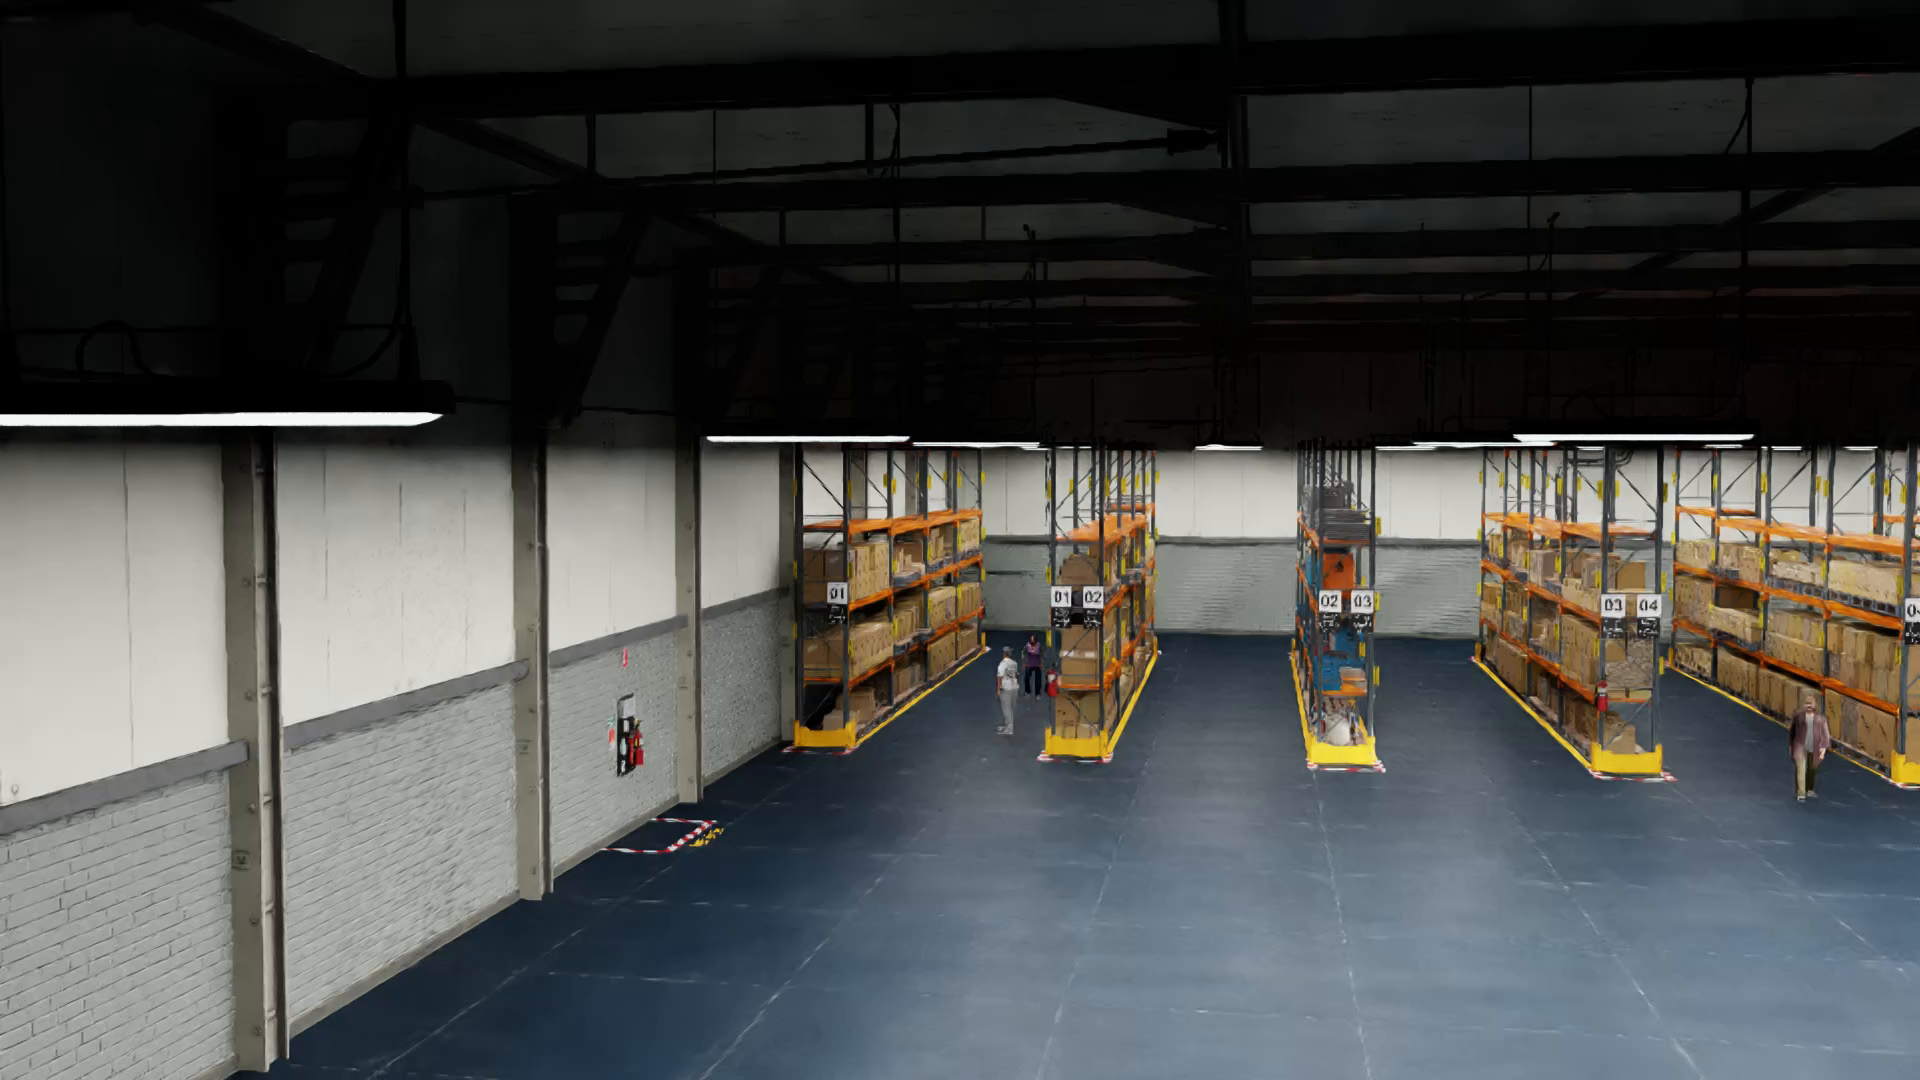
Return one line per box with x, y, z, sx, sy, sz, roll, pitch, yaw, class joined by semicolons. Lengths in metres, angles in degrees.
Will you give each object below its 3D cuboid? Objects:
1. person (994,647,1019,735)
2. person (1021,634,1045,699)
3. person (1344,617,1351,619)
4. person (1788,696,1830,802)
0.935;3.047;33.760;0.578;1.746;0.654;2;4;38;person
1.695;2.921;38.511;0.566;1.541;0.519;0;3;7;person
10.142;2.521;43.374;0.399;1.789;0.645;0;3;6;person
13.915;3.404;27.246;0.573;1.716;1.103;1;3;19;person
